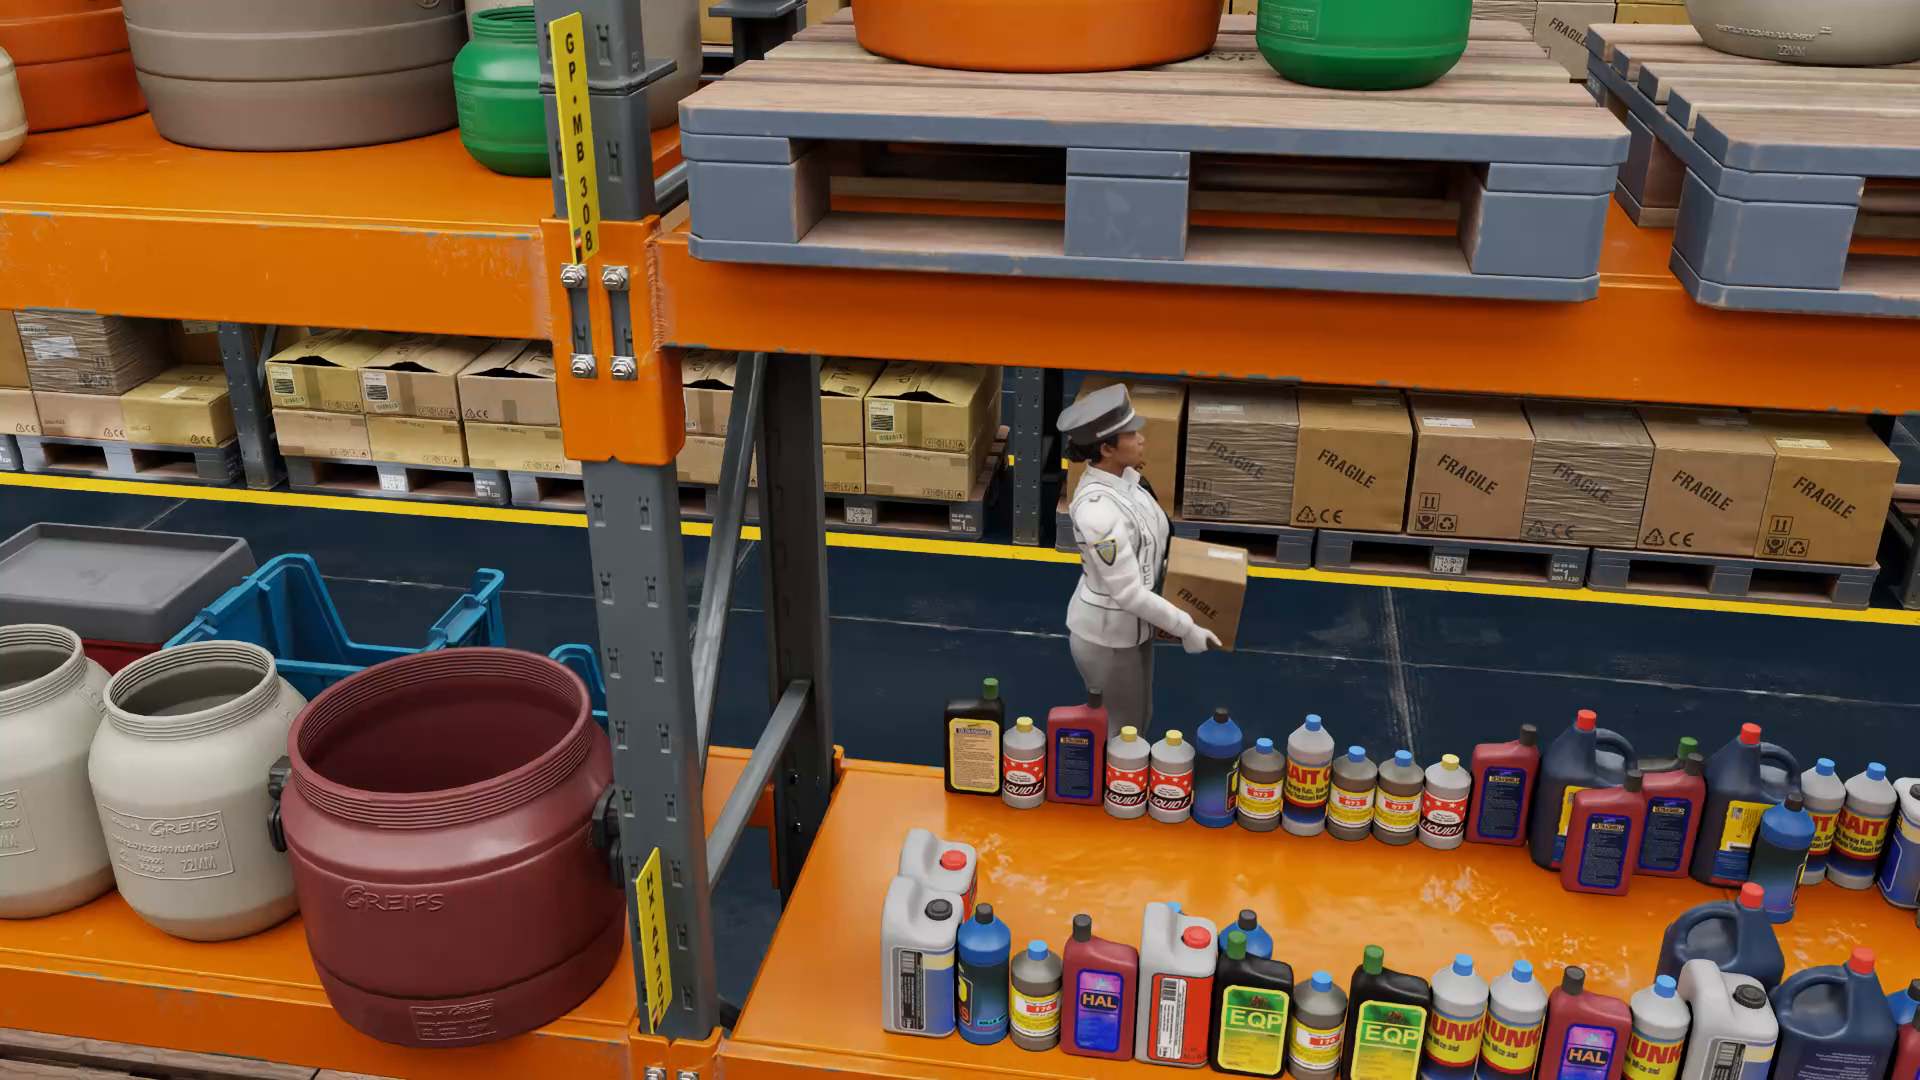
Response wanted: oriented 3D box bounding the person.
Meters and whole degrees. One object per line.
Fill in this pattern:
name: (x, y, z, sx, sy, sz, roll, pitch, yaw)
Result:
person: (0.573, 0.305, 5.425, 0.556, 1.687, 0.460, 4, 25, 9)
